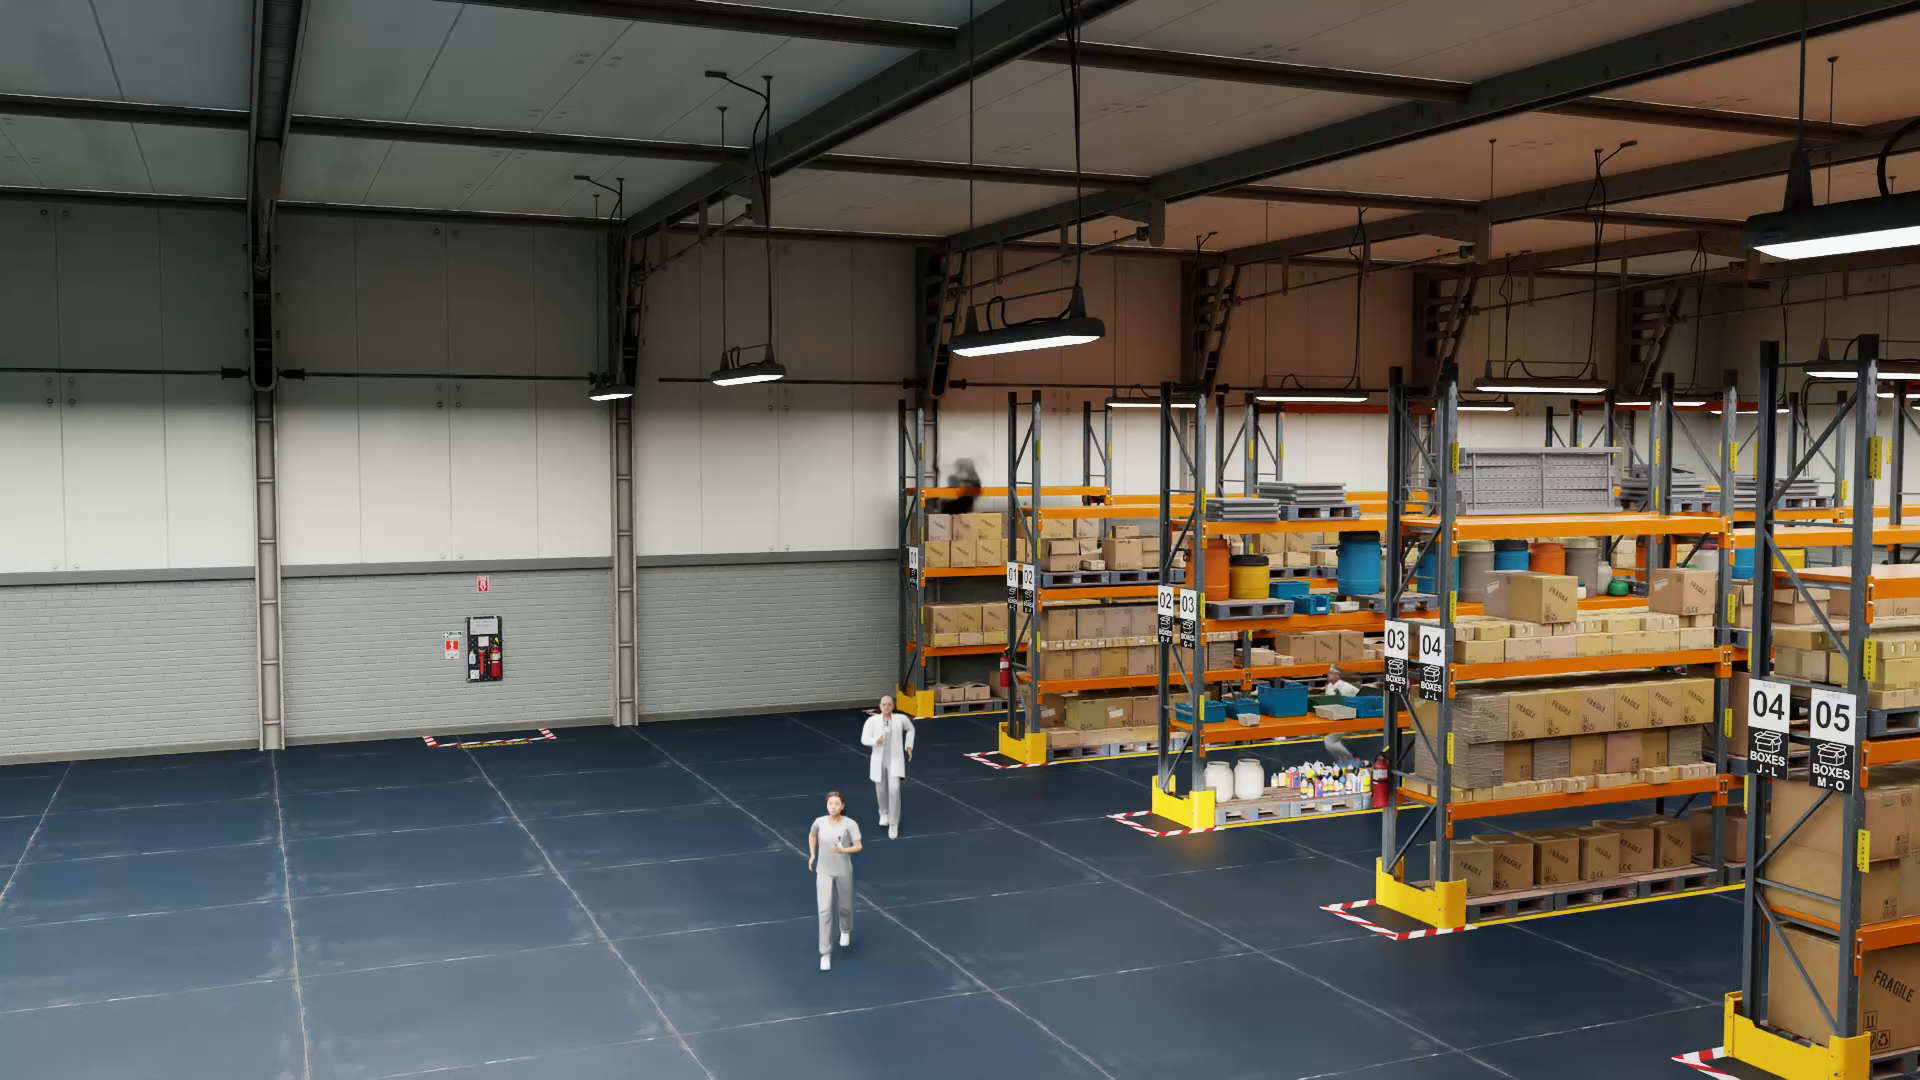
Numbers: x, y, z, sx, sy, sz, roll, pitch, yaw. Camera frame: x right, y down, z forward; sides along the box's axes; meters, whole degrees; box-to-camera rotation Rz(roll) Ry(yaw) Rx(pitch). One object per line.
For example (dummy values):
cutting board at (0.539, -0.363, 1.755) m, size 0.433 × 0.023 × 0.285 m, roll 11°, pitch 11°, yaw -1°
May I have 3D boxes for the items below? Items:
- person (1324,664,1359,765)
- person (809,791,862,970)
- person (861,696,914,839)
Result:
person at (5.821, 2.783, 25.672) m, size 0.769 × 1.734 × 0.687 m, roll -1°, pitch 4°, yaw -19°
person at (-1.248, 3.339, 16.575) m, size 0.559 × 1.647 × 0.957 m, roll 0°, pitch 3°, yaw 2°
person at (-0.959, 2.980, 22.041) m, size 0.677 × 1.846 × 0.866 m, roll 0°, pitch 3°, yaw 3°
